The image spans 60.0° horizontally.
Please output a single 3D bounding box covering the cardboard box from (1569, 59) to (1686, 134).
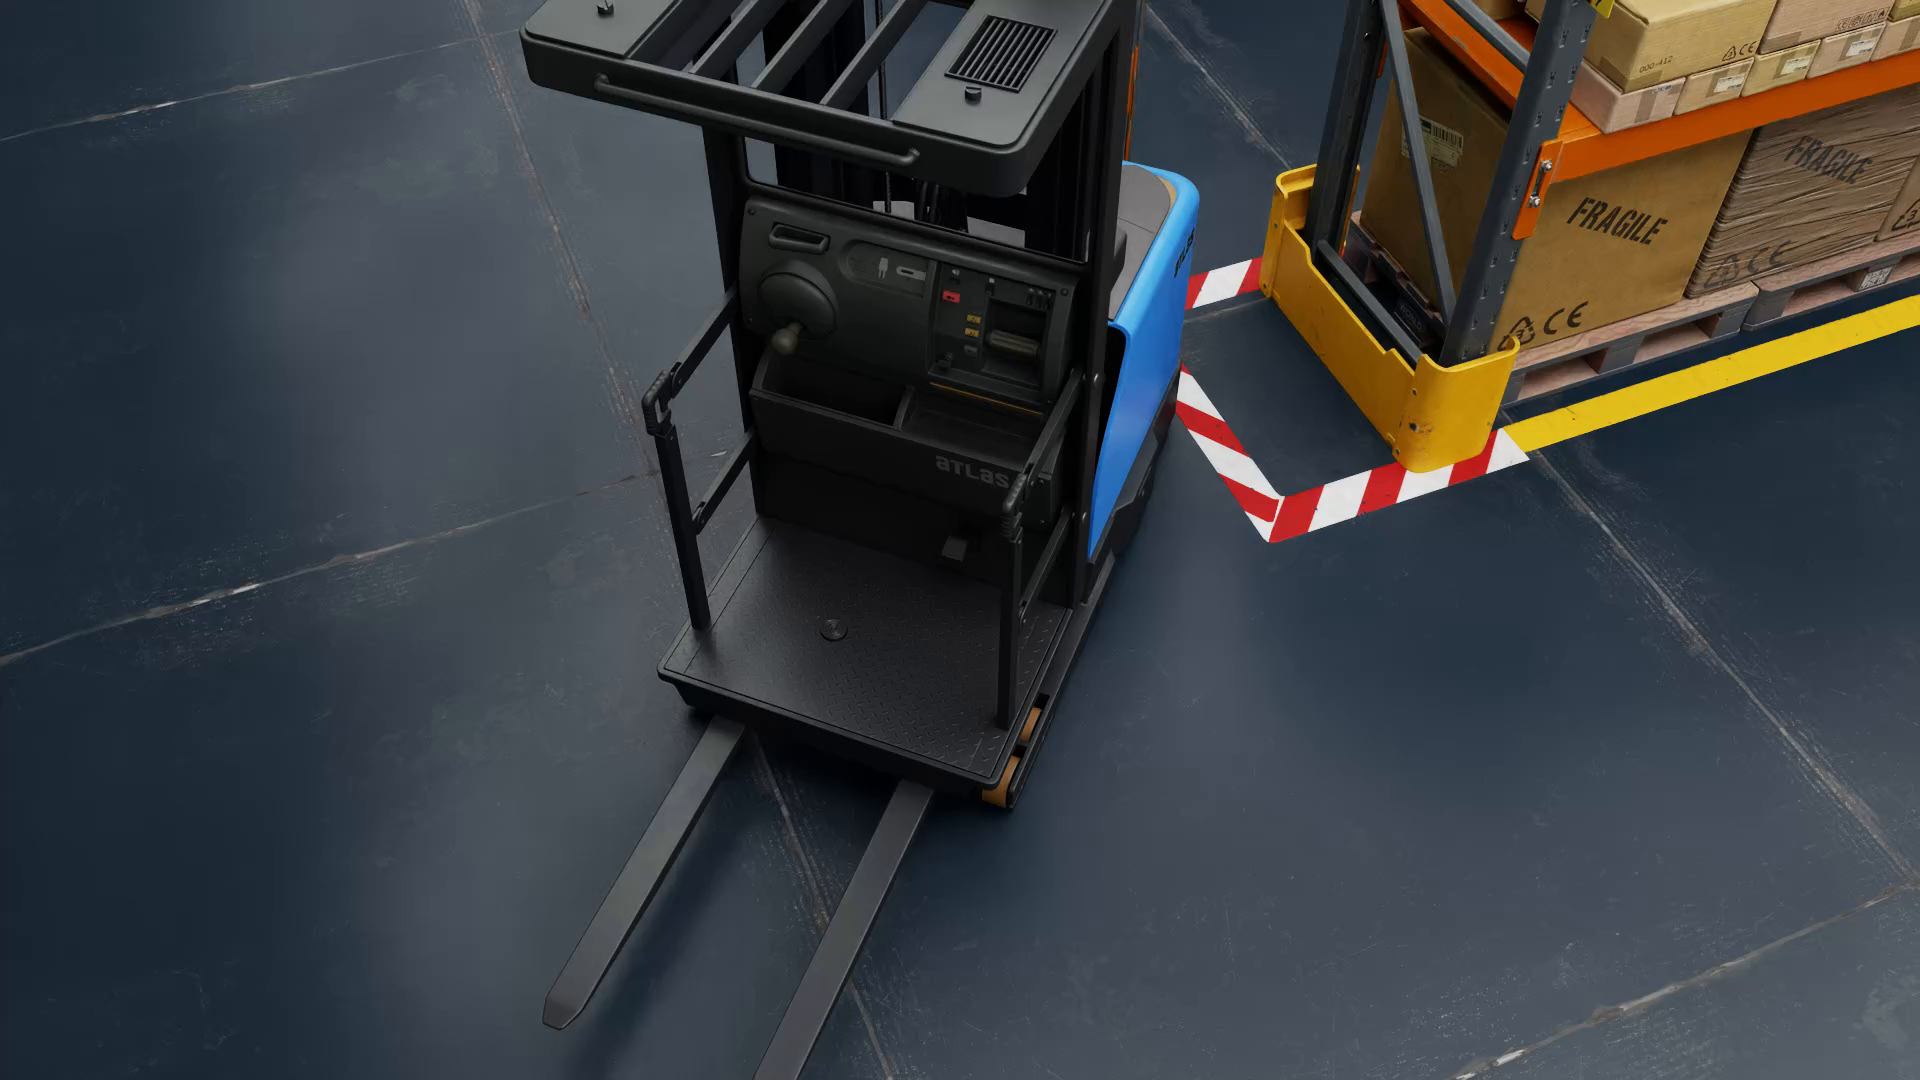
[{"bbox_3d":[2.023,-1.456,5.189,0.250,0.149,0.380,-17,51,-14],"label":"cardboard box"}]

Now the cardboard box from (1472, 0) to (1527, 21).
[{"bbox_3d":[1.775,-1.919,5.587,0.250,0.149,0.380,-16,51,-14],"label":"cardboard box"}]

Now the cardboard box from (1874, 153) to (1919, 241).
[{"bbox_3d":[3.799,-1.868,6.501,0.875,0.875,0.875,-17,52,-14],"label":"cardboard box"}]

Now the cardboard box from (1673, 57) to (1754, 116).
[{"bbox_3d":[2.260,-1.530,5.253,0.250,0.149,0.380,-18,52,-15],"label":"cardboard box"}]

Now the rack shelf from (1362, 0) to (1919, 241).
[{"bbox_3d":[3.421,-2.007,5.971,4.000,0.370,1.077,-17,52,-14],"label":"rack shelf"}]

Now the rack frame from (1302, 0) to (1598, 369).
[{"bbox_3d":[1.570,-1.668,5.205,0.127,3.000,1.000,-17,52,-14],"label":"rack frame"}]

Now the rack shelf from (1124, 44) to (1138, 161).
[{"bbox_3d":[0.346,-1.595,5.752,0.480,0.518,0.431,1,49,1],"label":"rack shelf"}]

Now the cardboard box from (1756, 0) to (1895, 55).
[{"bbox_3d":[2.595,-1.817,5.236,0.500,0.250,0.500,-18,52,-15],"label":"cardboard box"}]

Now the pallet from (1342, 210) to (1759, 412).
[{"bbox_3d":[2.281,-1.043,6.507,1.213,0.211,1.003,-17,52,-14],"label":"pallet"}]

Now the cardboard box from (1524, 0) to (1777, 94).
[{"bbox_3d":[2.116,-1.664,5.104,0.500,0.250,0.500,-18,52,-15],"label":"cardboard box"}]

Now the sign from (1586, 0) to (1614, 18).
[{"bbox_3d":[1.774,-1.584,4.510,0.005,0.325,0.100,-17,52,-14],"label":"sign"}]

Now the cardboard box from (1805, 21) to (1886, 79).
[{"bbox_3d":[2.738,-1.680,5.381,0.250,0.149,0.380,-18,52,-15],"label":"cardboard box"}]

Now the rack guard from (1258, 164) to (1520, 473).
[{"bbox_3d":[1.548,-0.846,6.147,0.348,0.500,1.175,-17,52,-14],"label":"rack guard"}]

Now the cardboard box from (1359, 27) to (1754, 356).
[{"bbox_3d":[2.132,-1.352,6.058,0.875,0.875,0.875,-17,52,-14],"label":"cardboard box"}]

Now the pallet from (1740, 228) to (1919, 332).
[{"bbox_3d":[3.408,-1.390,6.805,1.213,0.211,1.003,-17,52,-14],"label":"pallet"}]

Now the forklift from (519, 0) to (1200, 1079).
[{"bbox_3d":[-0.230,-0.516,4.261,1.130,2.935,3.031,17,51,14],"label":"forklift"}]

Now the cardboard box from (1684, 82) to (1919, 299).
[{"bbox_3d":[2.975,-1.613,6.282,0.875,0.875,0.875,-17,52,-14],"label":"cardboard box"}]

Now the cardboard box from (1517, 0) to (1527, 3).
[{"bbox_3d":[1.918,-2.041,5.428,0.500,0.250,0.500,-18,52,-15],"label":"cardboard box"}]

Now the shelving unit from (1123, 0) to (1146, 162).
[{"bbox_3d":[0.347,-1.604,5.742,0.503,2.100,0.431,1,49,1],"label":"shelving unit"}]

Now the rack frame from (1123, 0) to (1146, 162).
[{"bbox_3d":[0.590,-1.598,5.738,0.015,2.100,0.400,1,49,1],"label":"rack frame"}]

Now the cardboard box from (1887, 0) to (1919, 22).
[{"bbox_3d":[3.062,-1.959,5.358,0.500,0.250,0.500,-19,52,-15],"label":"cardboard box"}]

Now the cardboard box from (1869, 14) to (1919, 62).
[{"bbox_3d":[2.974,-1.752,5.443,0.250,0.149,0.380,-18,52,-15],"label":"cardboard box"}]

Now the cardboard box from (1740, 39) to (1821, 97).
[{"bbox_3d":[2.497,-1.604,5.316,0.250,0.149,0.380,-18,52,-15],"label":"cardboard box"}]
